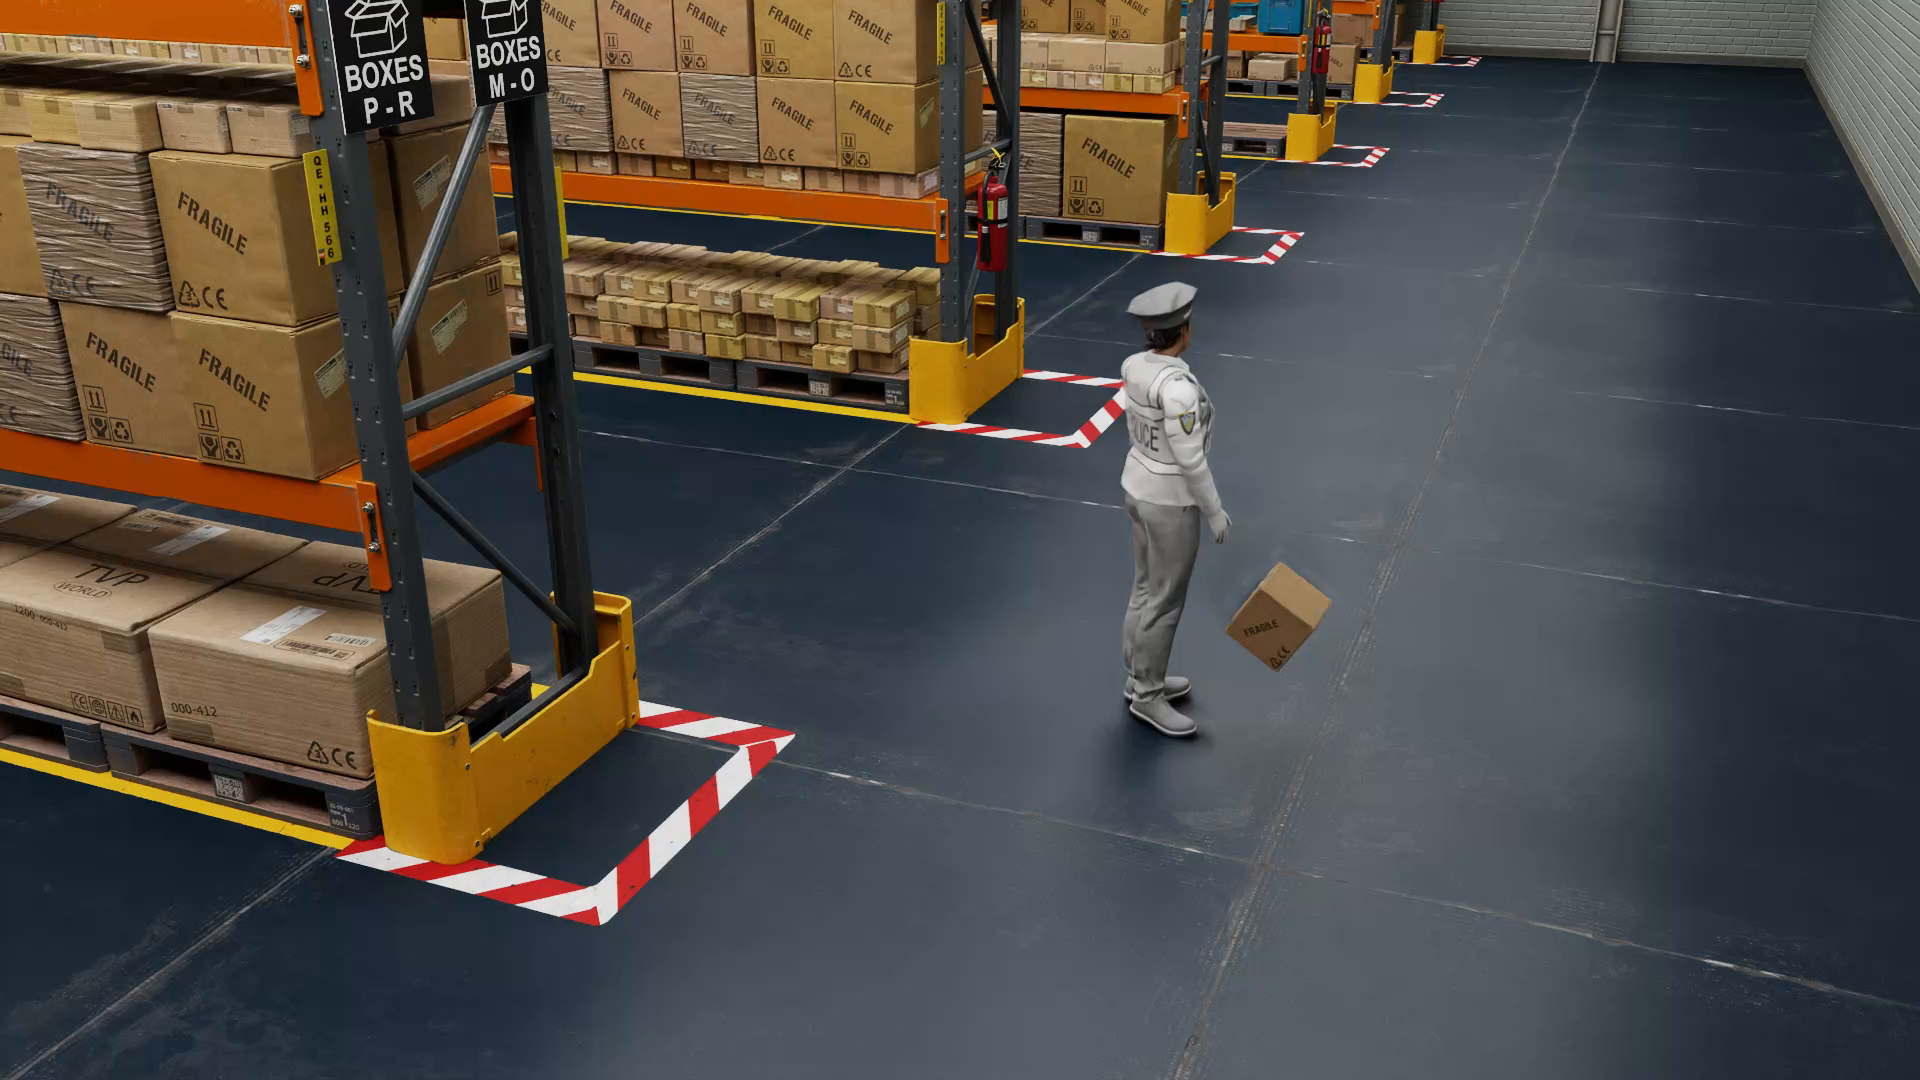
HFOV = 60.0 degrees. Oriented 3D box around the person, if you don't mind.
[{"bbox_3d":[0.806,-0.124,6.341,0.378,1.685,0.585,-6,23,-14],"label":"person"}]
